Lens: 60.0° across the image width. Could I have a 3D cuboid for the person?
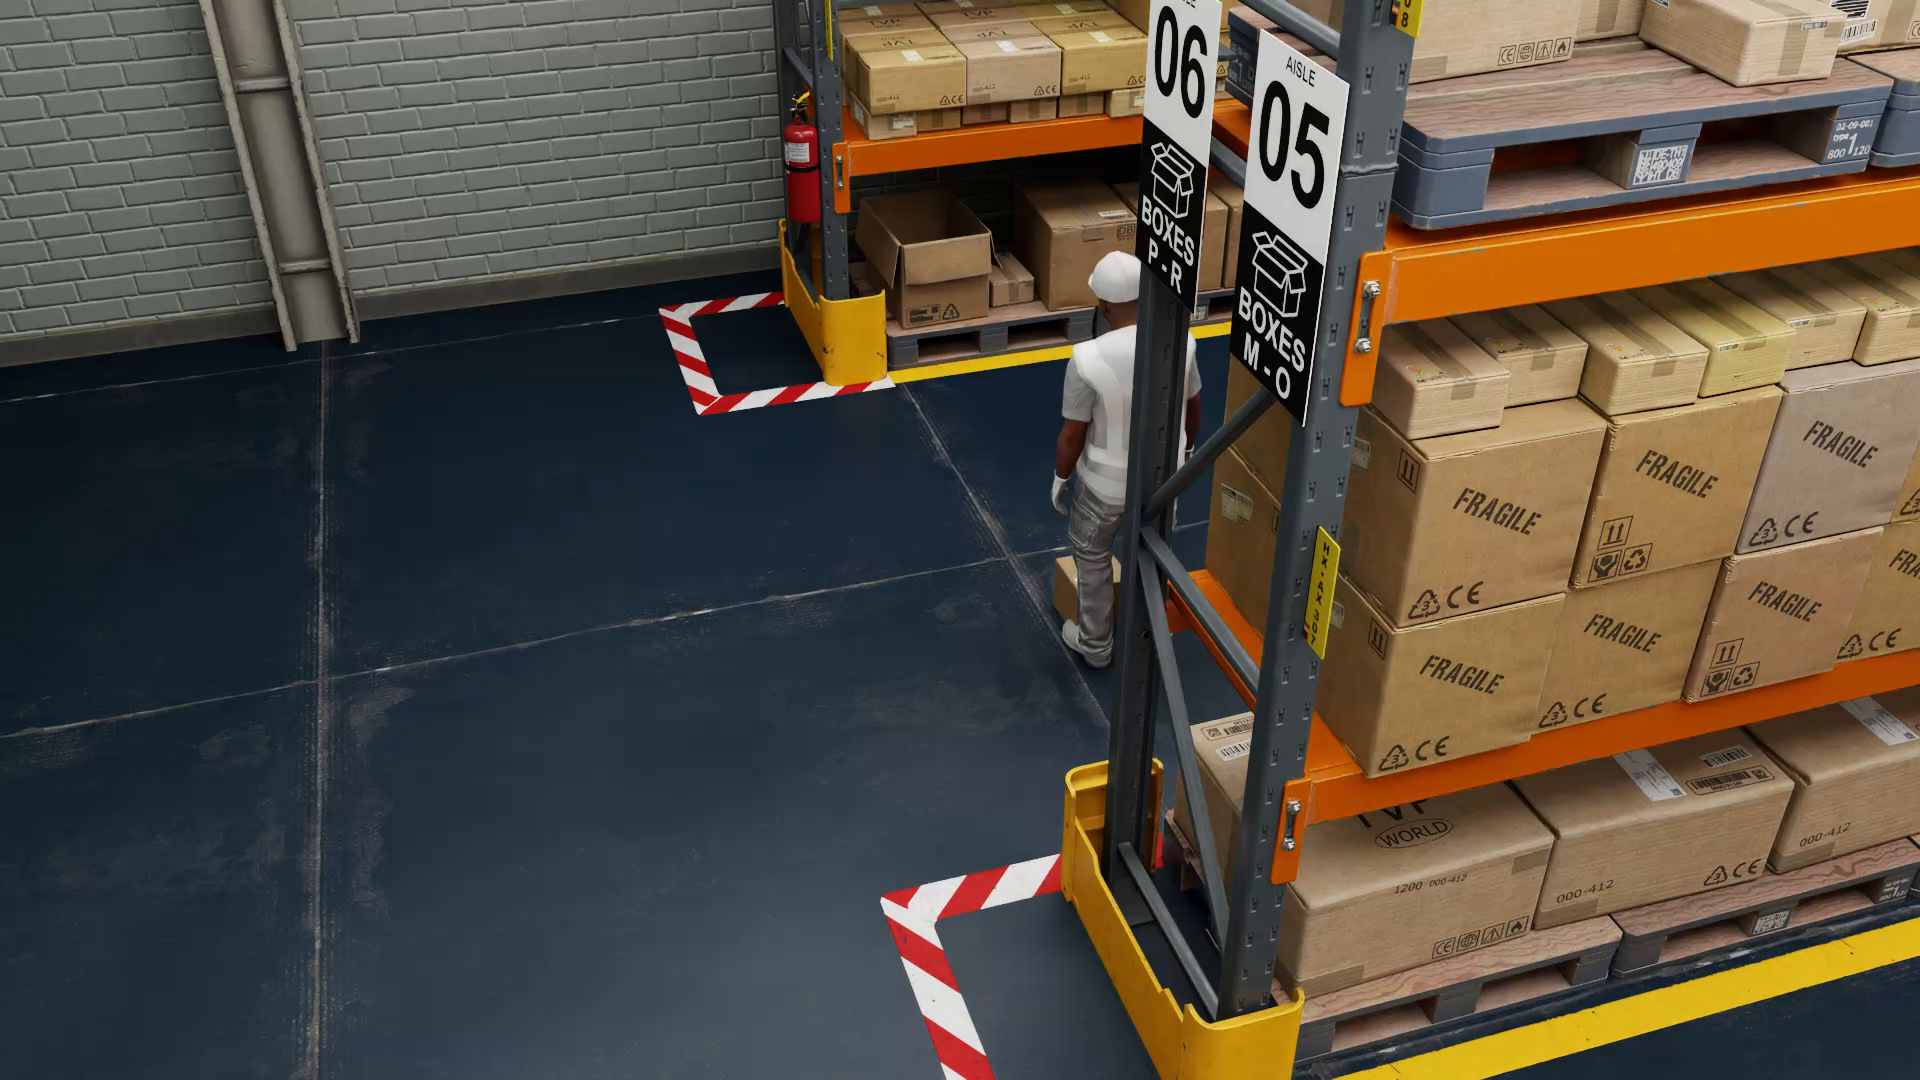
[{"bbox_3d":[0.647,-0.284,6.560,0.619,1.772,0.450,-12,35,-17],"label":"person"}]
